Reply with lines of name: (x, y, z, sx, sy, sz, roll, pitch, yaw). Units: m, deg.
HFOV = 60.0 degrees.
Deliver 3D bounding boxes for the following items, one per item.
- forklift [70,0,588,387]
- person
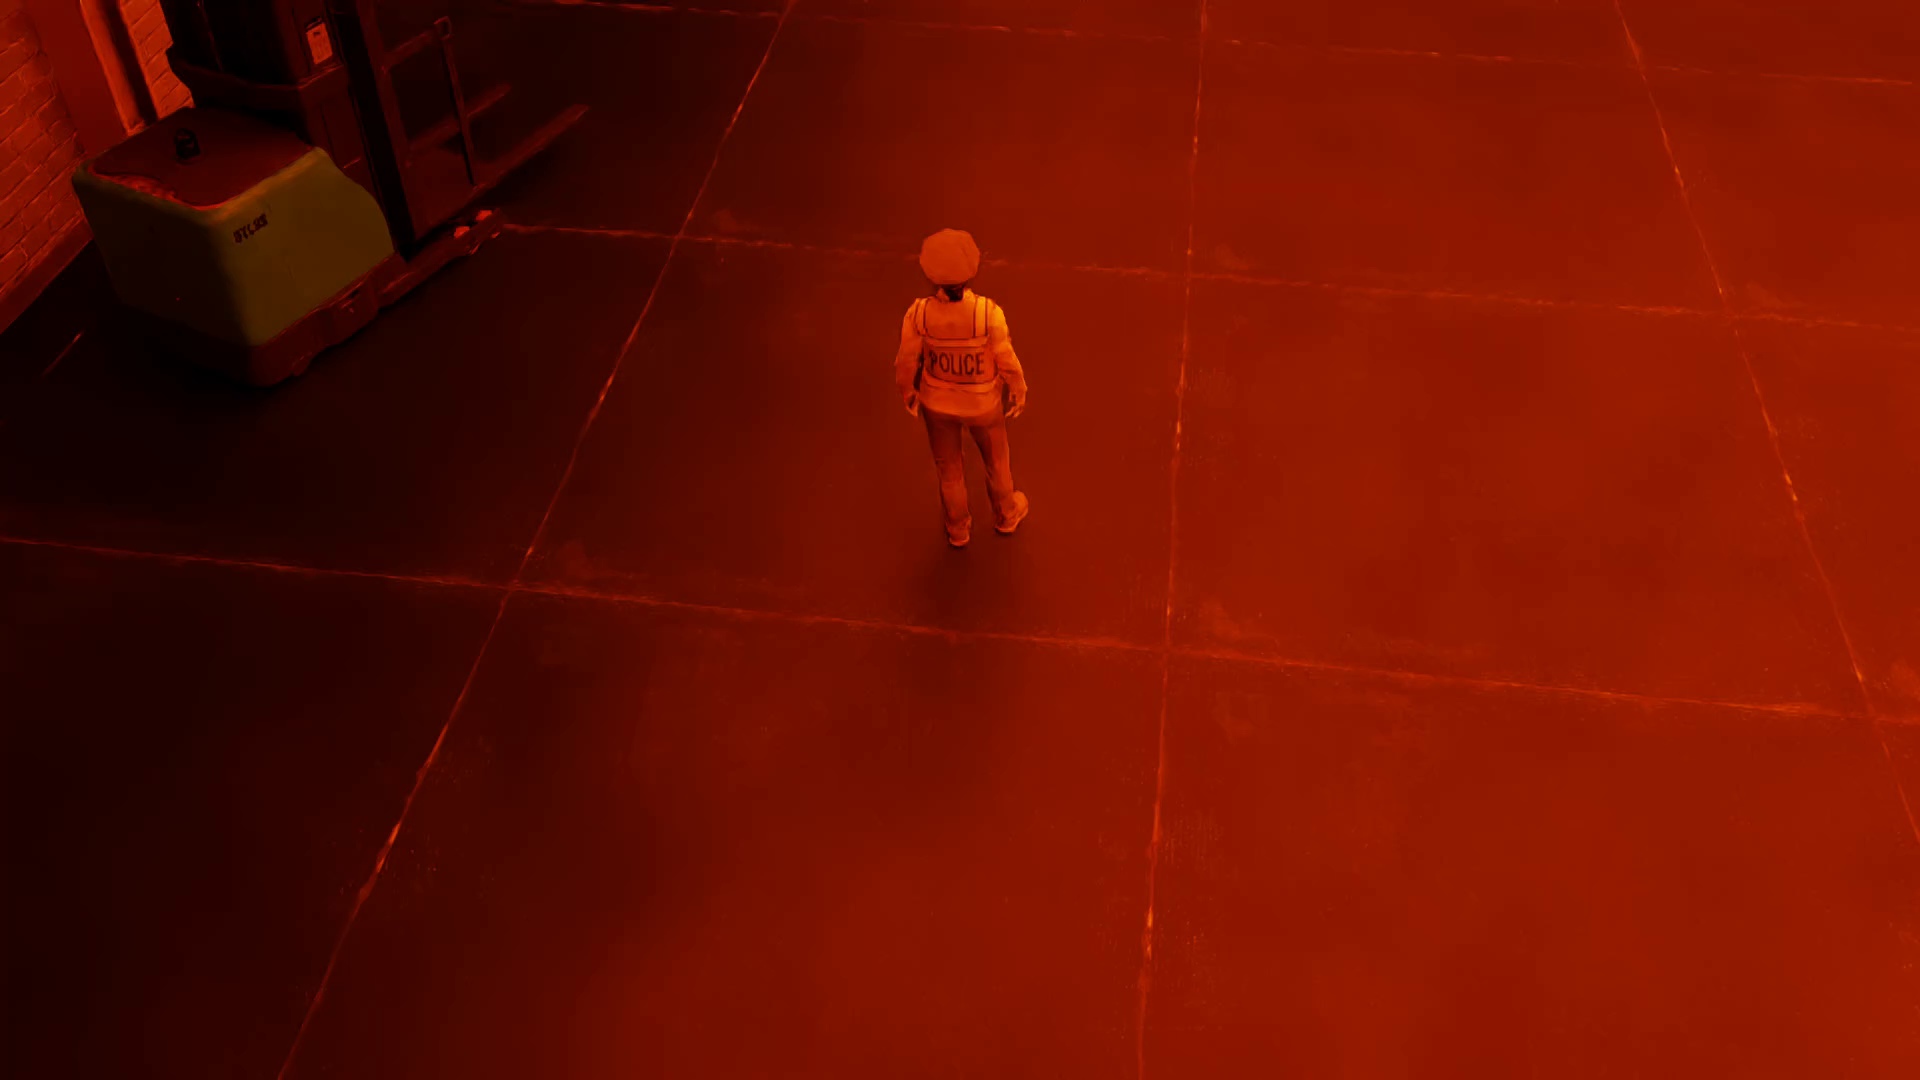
forklift: (-3.357, -2.871, 8.850, 1.130, 2.935, 3.031, 19, 46, 20)
person: (0.016, -0.674, 7.361, 0.586, 1.695, 0.533, 5, 43, 6)
